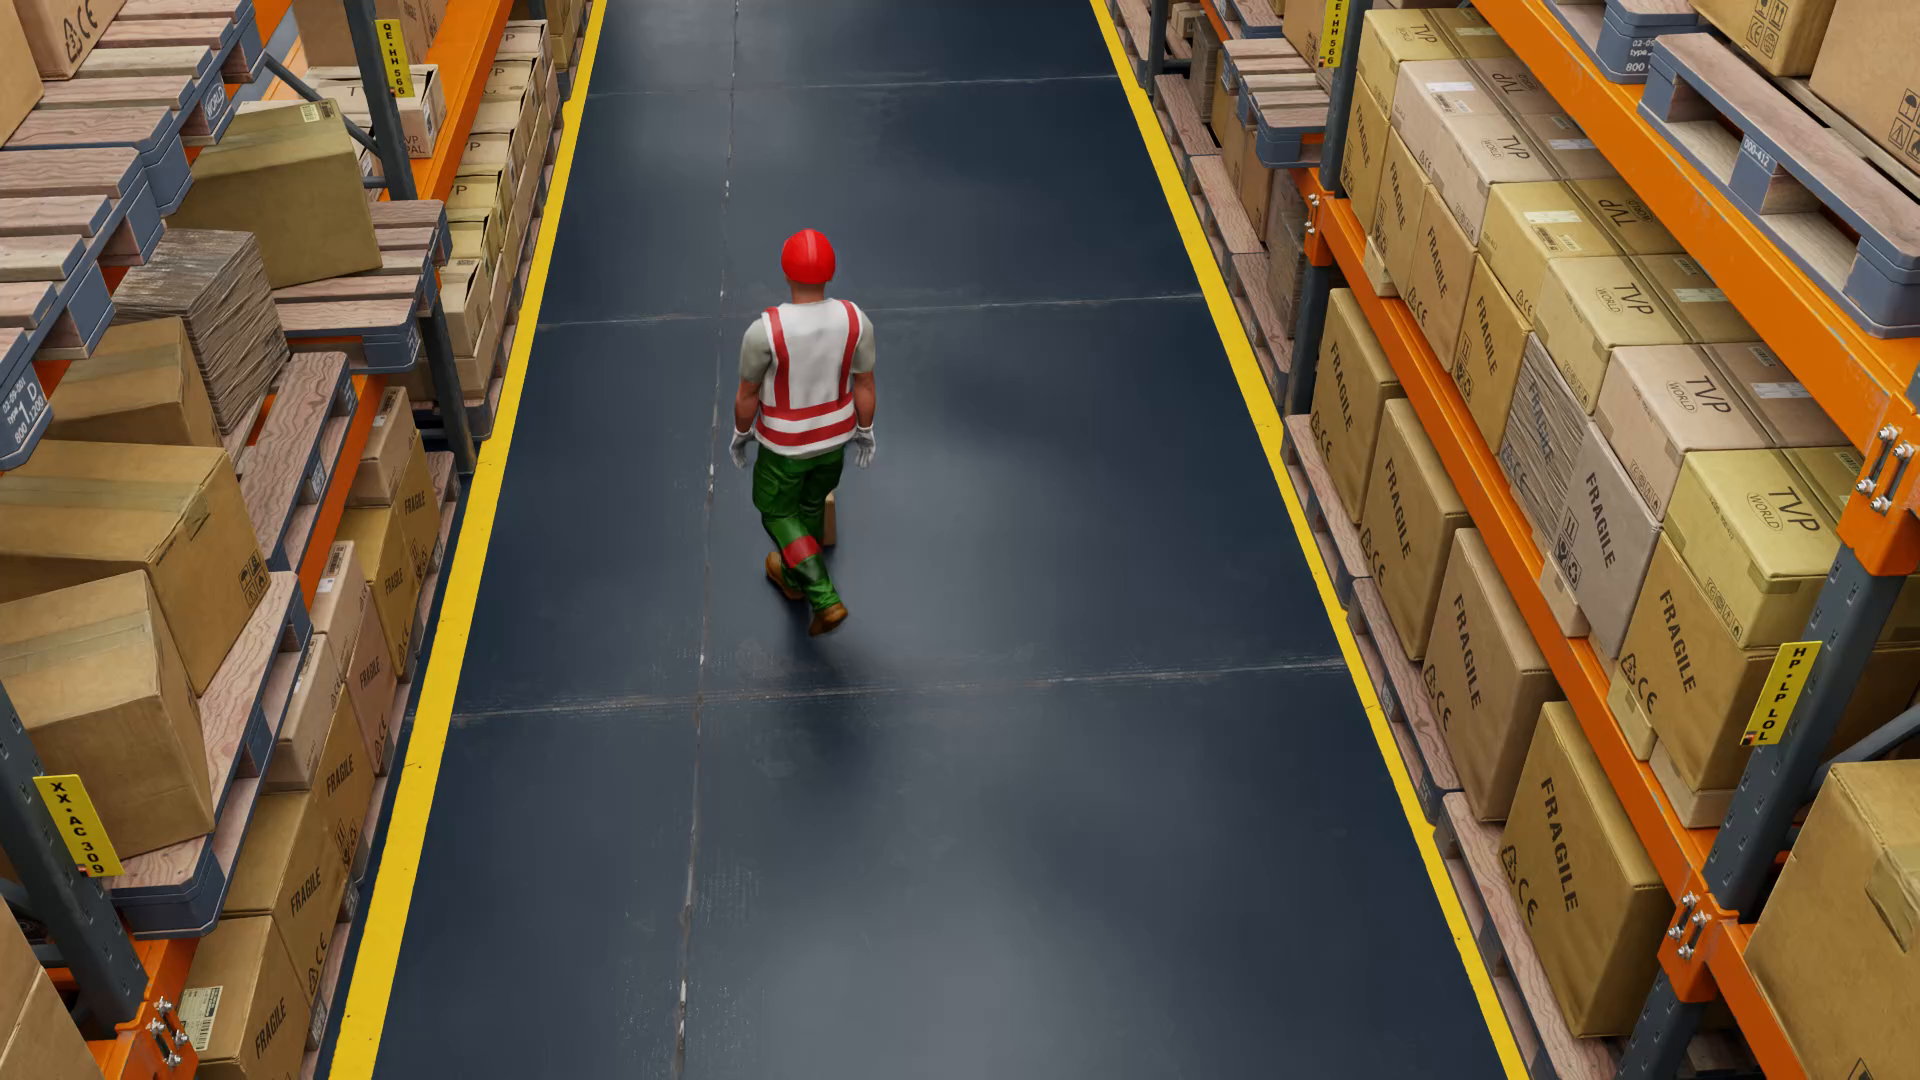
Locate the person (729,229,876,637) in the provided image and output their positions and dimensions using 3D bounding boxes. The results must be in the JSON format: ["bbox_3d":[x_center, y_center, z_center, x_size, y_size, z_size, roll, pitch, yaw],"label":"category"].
[{"bbox_3d":[-0.595,-0.389,6.618,0.583,1.778,0.798,-18,42,-21],"label":"person"}]
